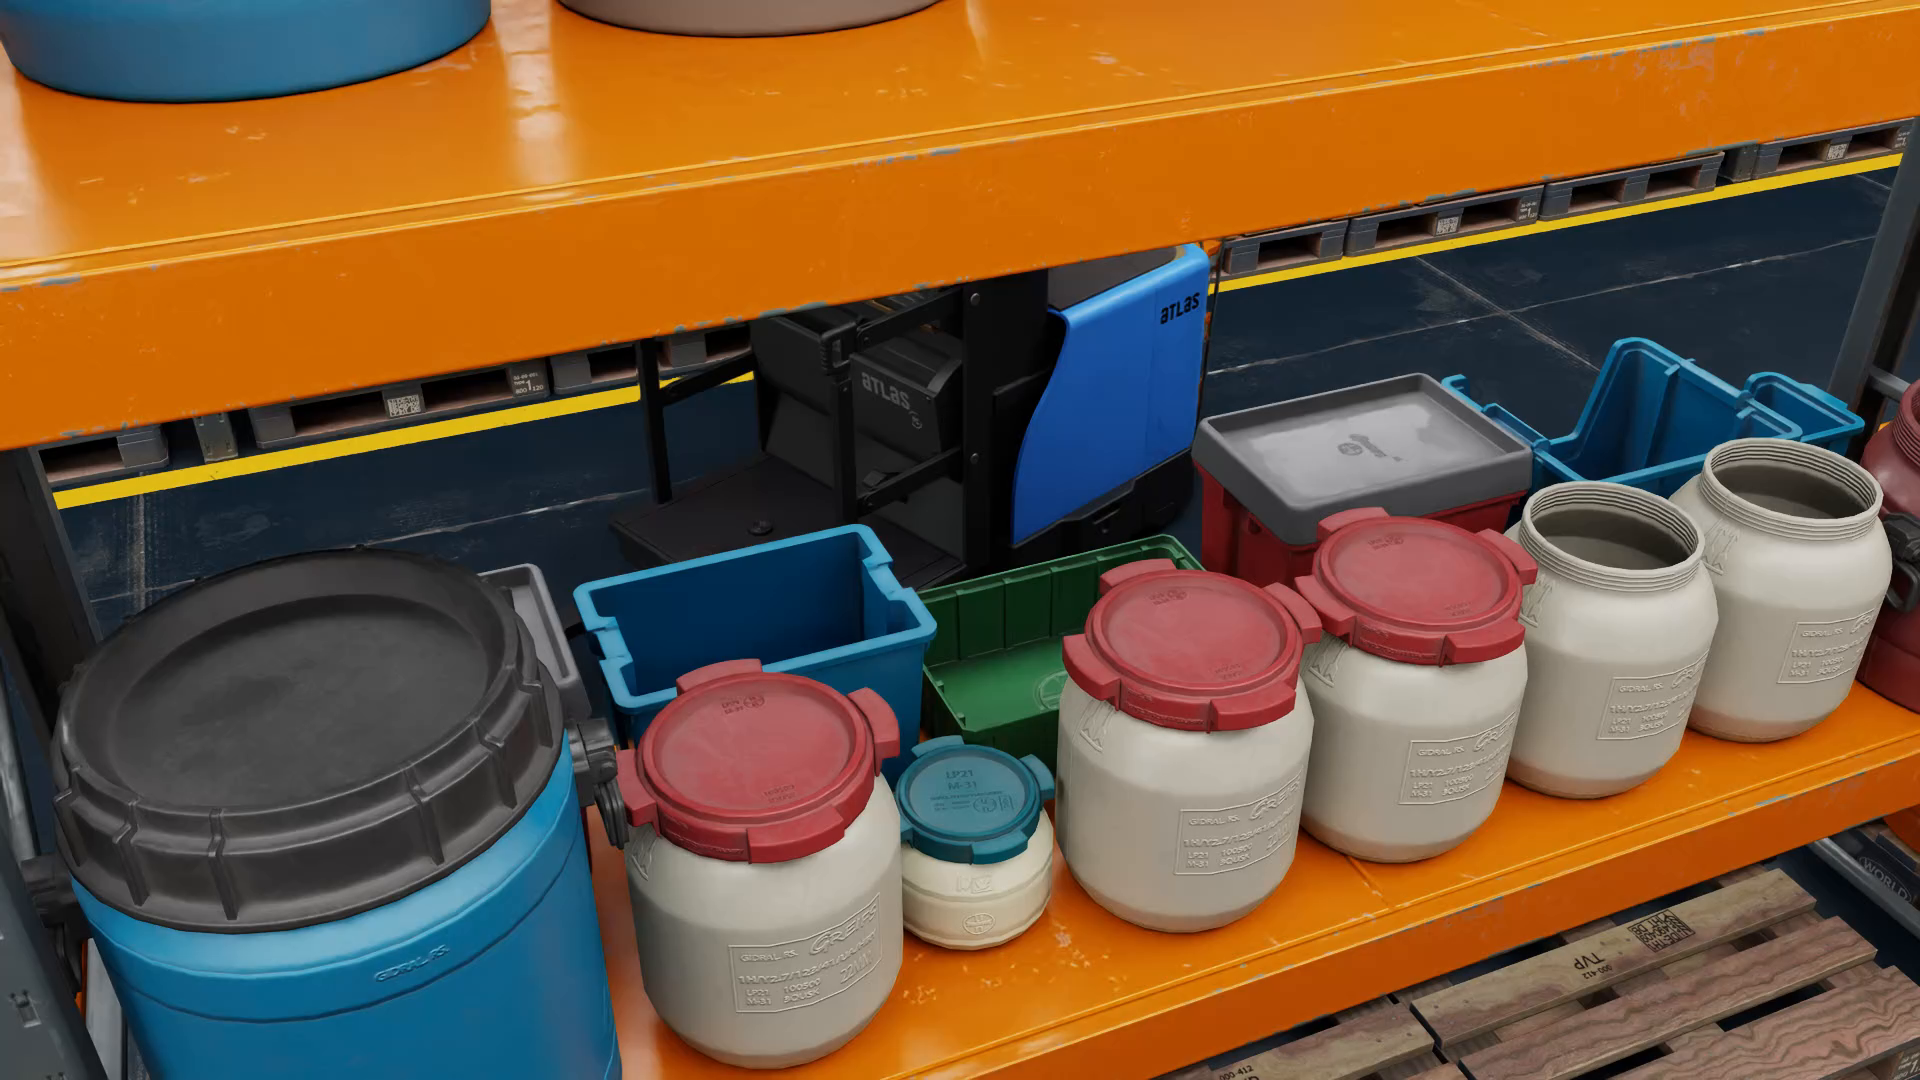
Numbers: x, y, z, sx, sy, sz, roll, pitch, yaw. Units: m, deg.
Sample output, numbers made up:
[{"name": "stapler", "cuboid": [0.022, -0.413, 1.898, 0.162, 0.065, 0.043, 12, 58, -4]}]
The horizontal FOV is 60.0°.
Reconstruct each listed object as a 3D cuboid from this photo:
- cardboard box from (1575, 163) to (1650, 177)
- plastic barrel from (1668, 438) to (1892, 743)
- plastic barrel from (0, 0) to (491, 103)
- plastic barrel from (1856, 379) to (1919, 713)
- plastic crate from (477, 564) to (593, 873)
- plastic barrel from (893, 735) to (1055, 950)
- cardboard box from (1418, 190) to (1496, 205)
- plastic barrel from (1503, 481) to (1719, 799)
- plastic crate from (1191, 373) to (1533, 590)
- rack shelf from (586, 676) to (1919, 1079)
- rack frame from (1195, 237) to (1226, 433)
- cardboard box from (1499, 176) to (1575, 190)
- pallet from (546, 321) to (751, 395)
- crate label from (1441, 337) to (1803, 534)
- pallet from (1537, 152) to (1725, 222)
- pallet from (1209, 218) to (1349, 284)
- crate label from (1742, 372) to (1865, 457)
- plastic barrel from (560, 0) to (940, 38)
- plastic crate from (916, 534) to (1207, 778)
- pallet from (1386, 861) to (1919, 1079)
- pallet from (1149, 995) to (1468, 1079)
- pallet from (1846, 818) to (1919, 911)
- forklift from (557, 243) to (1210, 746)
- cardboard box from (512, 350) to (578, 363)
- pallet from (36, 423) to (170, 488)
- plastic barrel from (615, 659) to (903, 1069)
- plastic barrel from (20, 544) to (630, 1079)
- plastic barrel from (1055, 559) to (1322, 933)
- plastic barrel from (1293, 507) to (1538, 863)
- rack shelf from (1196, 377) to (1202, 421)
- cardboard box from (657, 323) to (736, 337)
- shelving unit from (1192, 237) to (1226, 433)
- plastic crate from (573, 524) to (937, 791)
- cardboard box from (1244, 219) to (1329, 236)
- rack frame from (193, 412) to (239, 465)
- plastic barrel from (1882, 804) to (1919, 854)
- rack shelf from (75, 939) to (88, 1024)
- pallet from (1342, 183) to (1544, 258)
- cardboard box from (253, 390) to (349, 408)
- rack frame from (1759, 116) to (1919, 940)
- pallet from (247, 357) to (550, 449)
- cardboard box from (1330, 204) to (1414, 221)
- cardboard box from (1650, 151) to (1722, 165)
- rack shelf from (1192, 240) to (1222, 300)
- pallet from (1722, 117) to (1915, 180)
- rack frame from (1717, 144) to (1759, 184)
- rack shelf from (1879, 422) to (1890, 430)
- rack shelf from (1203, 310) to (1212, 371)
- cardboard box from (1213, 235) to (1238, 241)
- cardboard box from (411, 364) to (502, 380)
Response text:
[{"name": "cardboard box", "cuboid": [3.391, -2.303, 8.928, 0.500, 0.500, 0.500, -13, 35, -19]}, {"name": "plastic barrel", "cuboid": [1.555, 0.099, 3.245, 0.421, 0.512, 0.421, 0, 33, 0]}, {"name": "plastic barrel", "cuboid": [-0.883, -1.018, 1.854, 0.708, 0.901, 0.600, -13, 35, -19]}, {"name": "plastic barrel", "cuboid": [2.110, 0.015, 3.352, 0.708, 0.536, 0.600, -13, 35, -19]}, {"name": "plastic crate", "cuboid": [-0.940, 0.383, 2.852, 0.583, 0.464, 0.402, -13, 35, -19]}, {"name": "plastic barrel", "cuboid": [0.012, 0.522, 2.825, 0.301, 0.262, 0.301, 0, 33, 0]}, {"name": "cardboard box", "cuboid": [2.461, -2.089, 8.599, 0.500, 0.500, 0.500, -14, 36, -21]}, {"name": "plastic barrel", "cuboid": [1.166, 0.188, 3.108, 0.421, 0.512, 0.421, 0, 33, 0]}, {"name": "plastic crate", "cuboid": [0.812, -0.018, 3.469, 0.583, 0.464, 0.402, -13, 35, -19]}, {"name": "rack shelf", "cuboid": [0.576, 0.545, 3.321, 4.000, 0.370, 1.077, -13, 35, -19]}, {"name": "rack frame", "cuboid": [0.923, -0.759, 6.437, 0.008, 1.050, 0.200, 22, 33, 30]}, {"name": "cardboard box", "cuboid": [2.929, -2.197, 8.765, 0.500, 0.500, 0.500, -12, 35, -18]}, {"name": "pallet", "cuboid": [-1.391, -1.092, 7.734, 1.213, 0.211, 1.003, -13, 35, -19]}, {"name": "crate label", "cuboid": [1.400, -0.120, 3.651, 0.616, 0.435, 0.502, -13, 35, -19]}, {"name": "pallet", "cuboid": [3.459, -2.155, 9.369, 1.213, 0.211, 1.003, -13, 35, -19]}, {"name": "pallet", "cuboid": [1.209, -1.640, 8.577, 1.213, 0.211, 1.003, -13, 35, -19]}, {"name": "crate label", "cuboid": [1.887, -0.208, 3.973, 0.416, 0.233, 0.303, -13, 35, -19]}, {"name": "plastic barrel", "cuboid": [-0.280, -1.156, 2.066, 0.600, 0.901, 0.600, 0, 33, 0]}, {"name": "plastic crate", "cuboid": [0.229, 0.245, 3.317, 0.662, 0.188, 0.450, -13, 35, -19]}, {"name": "pallet", "cuboid": [1.691, 1.134, 4.313, 1.213, 0.211, 1.003, -13, 35, -19]}, {"name": "pallet", "cuboid": [0.568, 1.390, 3.921, 1.213, 0.211, 1.003, -13, 35, -19]}, {"name": "pallet", "cuboid": [3.131, 0.803, 4.823, 1.213, 0.211, 1.003, -13, 35, -19]}, {"name": "forklift", "cuboid": [-0.501, -0.974, 5.060, 3.031, 2.935, 1.130, -28, 42, -36]}, {"name": "cardboard box", "cuboid": [-1.766, -1.028, 7.215, 0.500, 0.250, 0.500, -14, 36, -20]}, {"name": "pallet", "cuboid": [-3.931, -0.510, 6.840, 1.213, 0.211, 1.003, -13, 35, -19]}, {"name": "plastic barrel", "cuboid": [-0.301, 0.517, 2.580, 0.433, 0.535, 0.433, 0, 33, 0]}, {"name": "plastic barrel", "cuboid": [-0.794, 0.526, 2.231, 0.708, 0.901, 0.600, -13, 35, -19]}, {"name": "plastic barrel", "cuboid": [0.376, 0.362, 2.818, 0.433, 0.535, 0.433, 0, 33, 0]}, {"name": "plastic barrel", "cuboid": [0.775, 0.271, 2.959, 0.433, 0.535, 0.433, 0, 33, 0]}, {"name": "rack shelf", "cuboid": [0.808, -0.546, 6.635, 0.240, 0.259, 0.215, 22, 33, 30]}, {"name": "cardboard box", "cuboid": [-1.296, -1.135, 7.380, 0.500, 0.250, 0.500, -12, 35, -18]}, {"name": "shelving unit", "cuboid": [0.826, -0.799, 6.498, 0.252, 1.050, 0.215, 22, 33, 30]}, {"name": "plastic crate", "cuboid": [-0.371, 0.283, 3.079, 0.575, 0.384, 0.392, -13, 35, -19]}, {"name": "cardboard box", "cuboid": [1.517, -1.873, 8.266, 0.500, 0.500, 0.500, -14, 36, -21]}, {"name": "rack frame", "cuboid": [-3.182, -1.826, 6.306, 0.127, 3.000, 1.000, -13, 35, -19]}, {"name": "plastic barrel", "cuboid": [2.865, 0.443, 4.423, 0.708, 0.830, 0.600, -13, 35, -19]}, {"name": "rack shelf", "cuboid": [-3.112, 1.390, 2.024, 4.000, 0.370, 1.077, -13, 35, -19]}, {"name": "pallet", "cuboid": [2.332, -1.896, 8.970, 1.213, 0.211, 1.003, -13, 35, -19]}, {"name": "cardboard box", "cuboid": [-2.714, -0.810, 6.880, 0.500, 0.250, 0.500, -14, 35, -20]}, {"name": "rack frame", "cuboid": [2.420, -0.179, 3.774, 0.127, 3.000, 1.000, -13, 35, -19]}, {"name": "pallet", "cuboid": [-2.518, -0.832, 7.335, 1.213, 0.211, 1.003, -13, 35, -19]}, {"name": "cardboard box", "cuboid": [1.982, -1.976, 8.425, 0.500, 0.500, 0.500, -13, 35, -20]}, {"name": "cardboard box", "cuboid": [3.850, -2.403, 9.082, 0.500, 0.500, 0.500, -13, 35, -19]}, {"name": "rack shelf", "cuboid": [0.842, -1.038, 6.368, 0.240, 0.259, 0.215, 22, 33, 30]}, {"name": "pallet", "cuboid": [4.828, -2.490, 9.884, 1.213, 0.211, 1.003, -13, 35, -19]}, {"name": "rack frame", "cuboid": [4.194, -3.515, 8.902, 0.127, 3.000, 1.000, -13, 35, -19]}, {"name": "rack shelf", "cuboid": [4.264, -0.299, 4.619, 4.000, 0.370, 1.077, -13, 35, -19]}, {"name": "rack shelf", "cuboid": [0.825, -0.789, 6.503, 0.240, 0.259, 0.215, 22, 33, 30]}, {"name": "cardboard box", "cuboid": [1.037, -1.759, 8.092, 0.500, 0.500, 0.500, -11, 35, -17]}, {"name": "cardboard box", "cuboid": [-2.242, -0.917, 7.045, 0.500, 0.250, 0.500, -12, 35, -18]}]
